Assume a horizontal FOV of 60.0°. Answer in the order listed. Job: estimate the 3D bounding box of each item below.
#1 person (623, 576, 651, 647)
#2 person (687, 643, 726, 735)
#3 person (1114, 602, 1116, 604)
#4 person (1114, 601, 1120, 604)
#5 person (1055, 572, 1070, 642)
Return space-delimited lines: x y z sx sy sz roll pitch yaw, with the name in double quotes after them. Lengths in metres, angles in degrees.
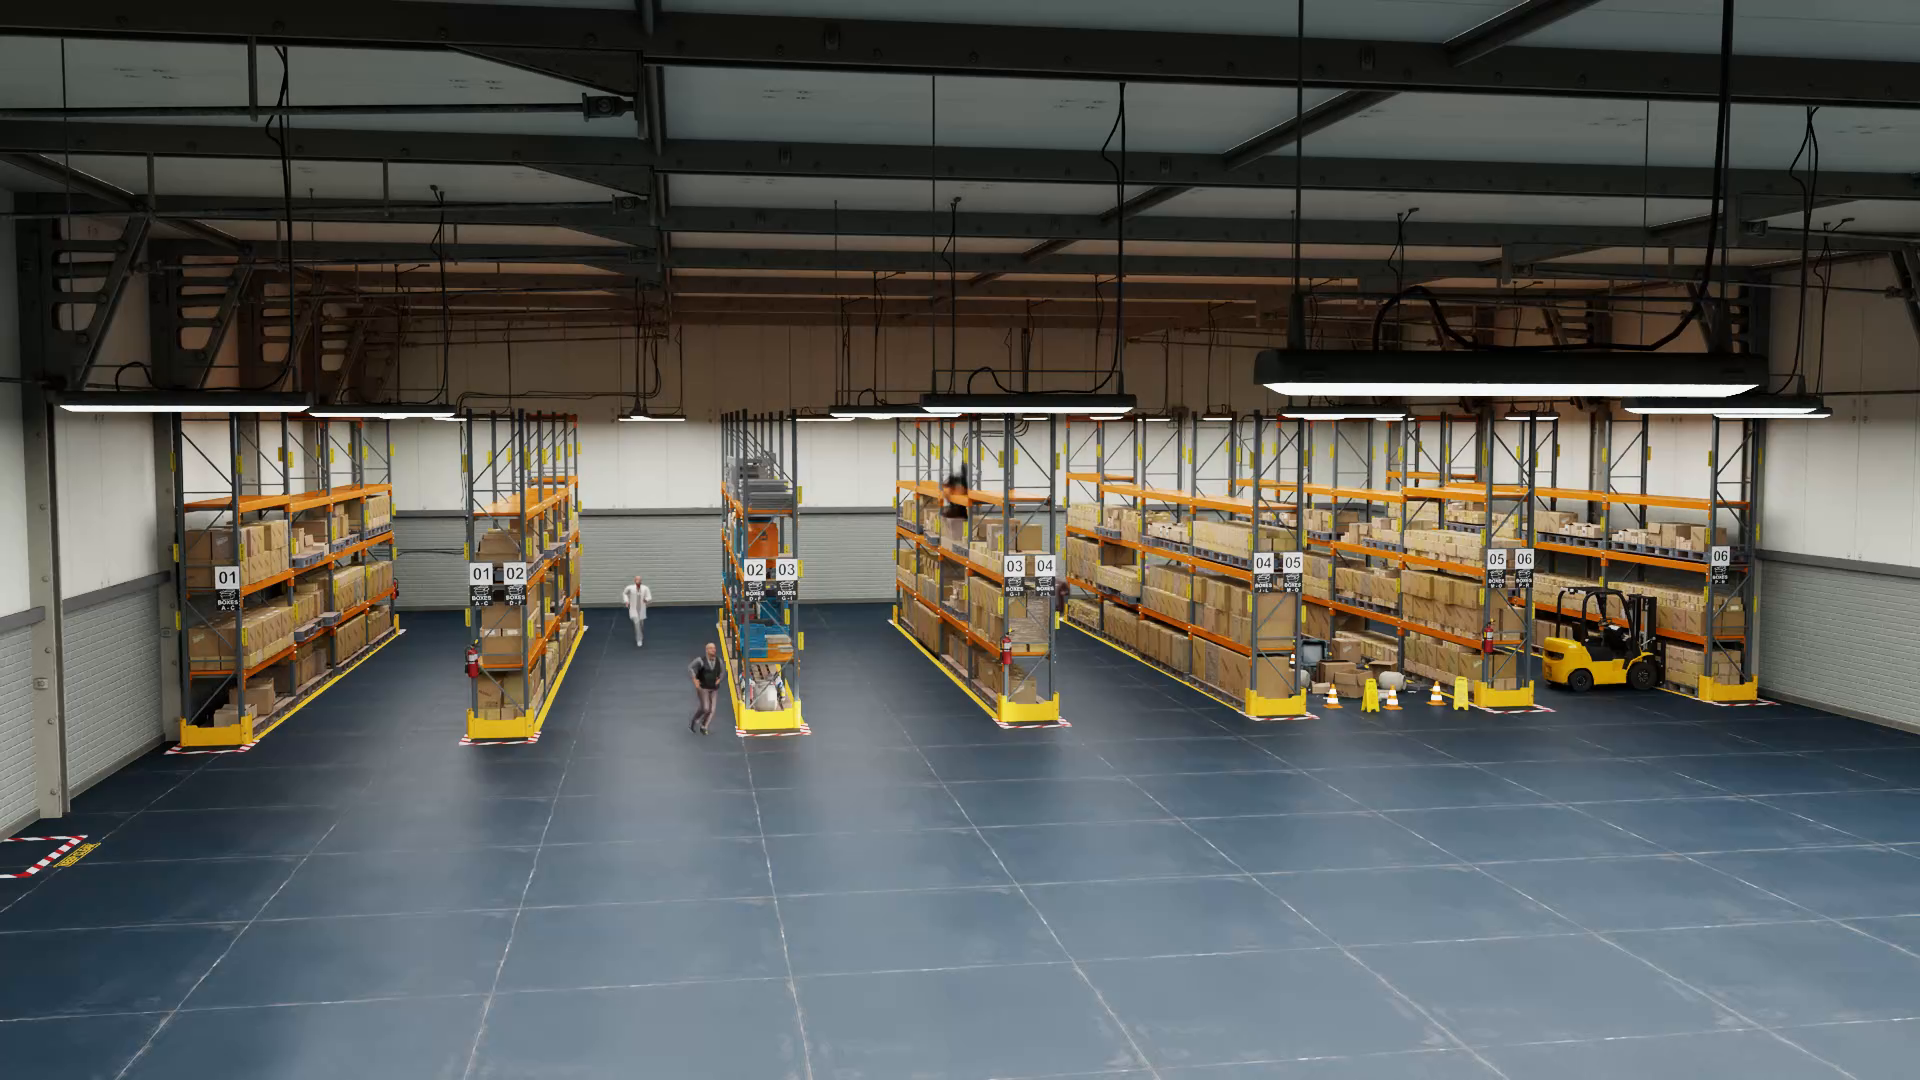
-8.379 1.821 43.215 0.711 1.790 1.049 -2 4 -21 "person"
-4.636 2.750 30.665 0.670 1.689 0.572 -3 5 -35 "person"
4.944 1.342 50.199 0.865 1.811 0.671 0 4 -3 "person"
4.746 1.422 49.314 0.731 1.722 0.546 -2 4 -25 "person"
2.574 1.757 44.185 0.674 1.835 0.925 0 4 -5 "person"
